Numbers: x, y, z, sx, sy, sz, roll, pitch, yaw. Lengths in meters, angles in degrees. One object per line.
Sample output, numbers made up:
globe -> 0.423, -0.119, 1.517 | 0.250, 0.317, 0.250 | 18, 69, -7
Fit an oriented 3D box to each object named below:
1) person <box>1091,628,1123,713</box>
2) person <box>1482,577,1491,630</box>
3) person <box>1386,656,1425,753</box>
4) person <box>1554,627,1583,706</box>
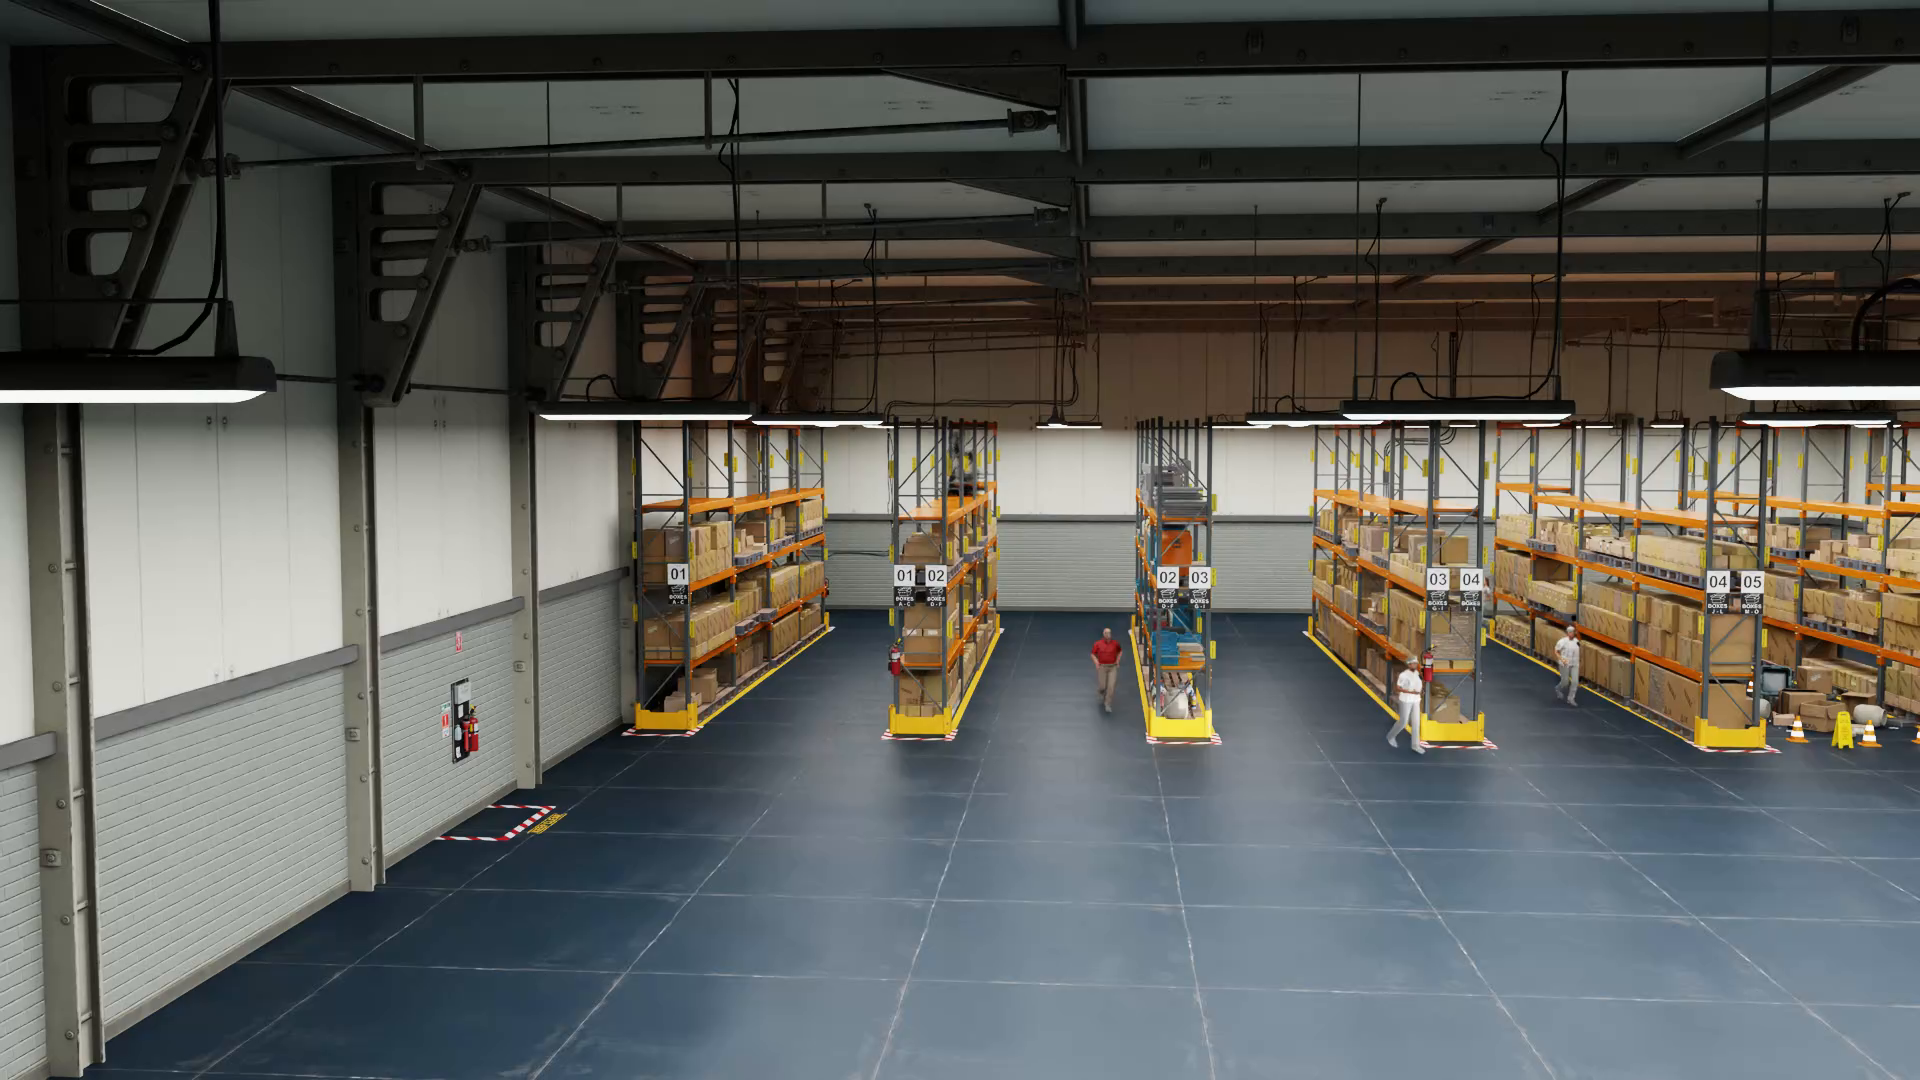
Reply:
person -> 3.025, 2.659, 34.173 | 0.663, 1.694, 0.752 | 0, 4, -2
person -> 14.825, 1.847, 47.194 | 0.668, 1.608, 0.611 | 0, 4, -4
person -> 8.077, 2.917, 29.863 | 0.603, 1.696, 0.825 | -2, 4, -28
person -> 12.796, 2.640, 34.979 | 0.612, 1.634, 0.694 | 0, 4, -4
